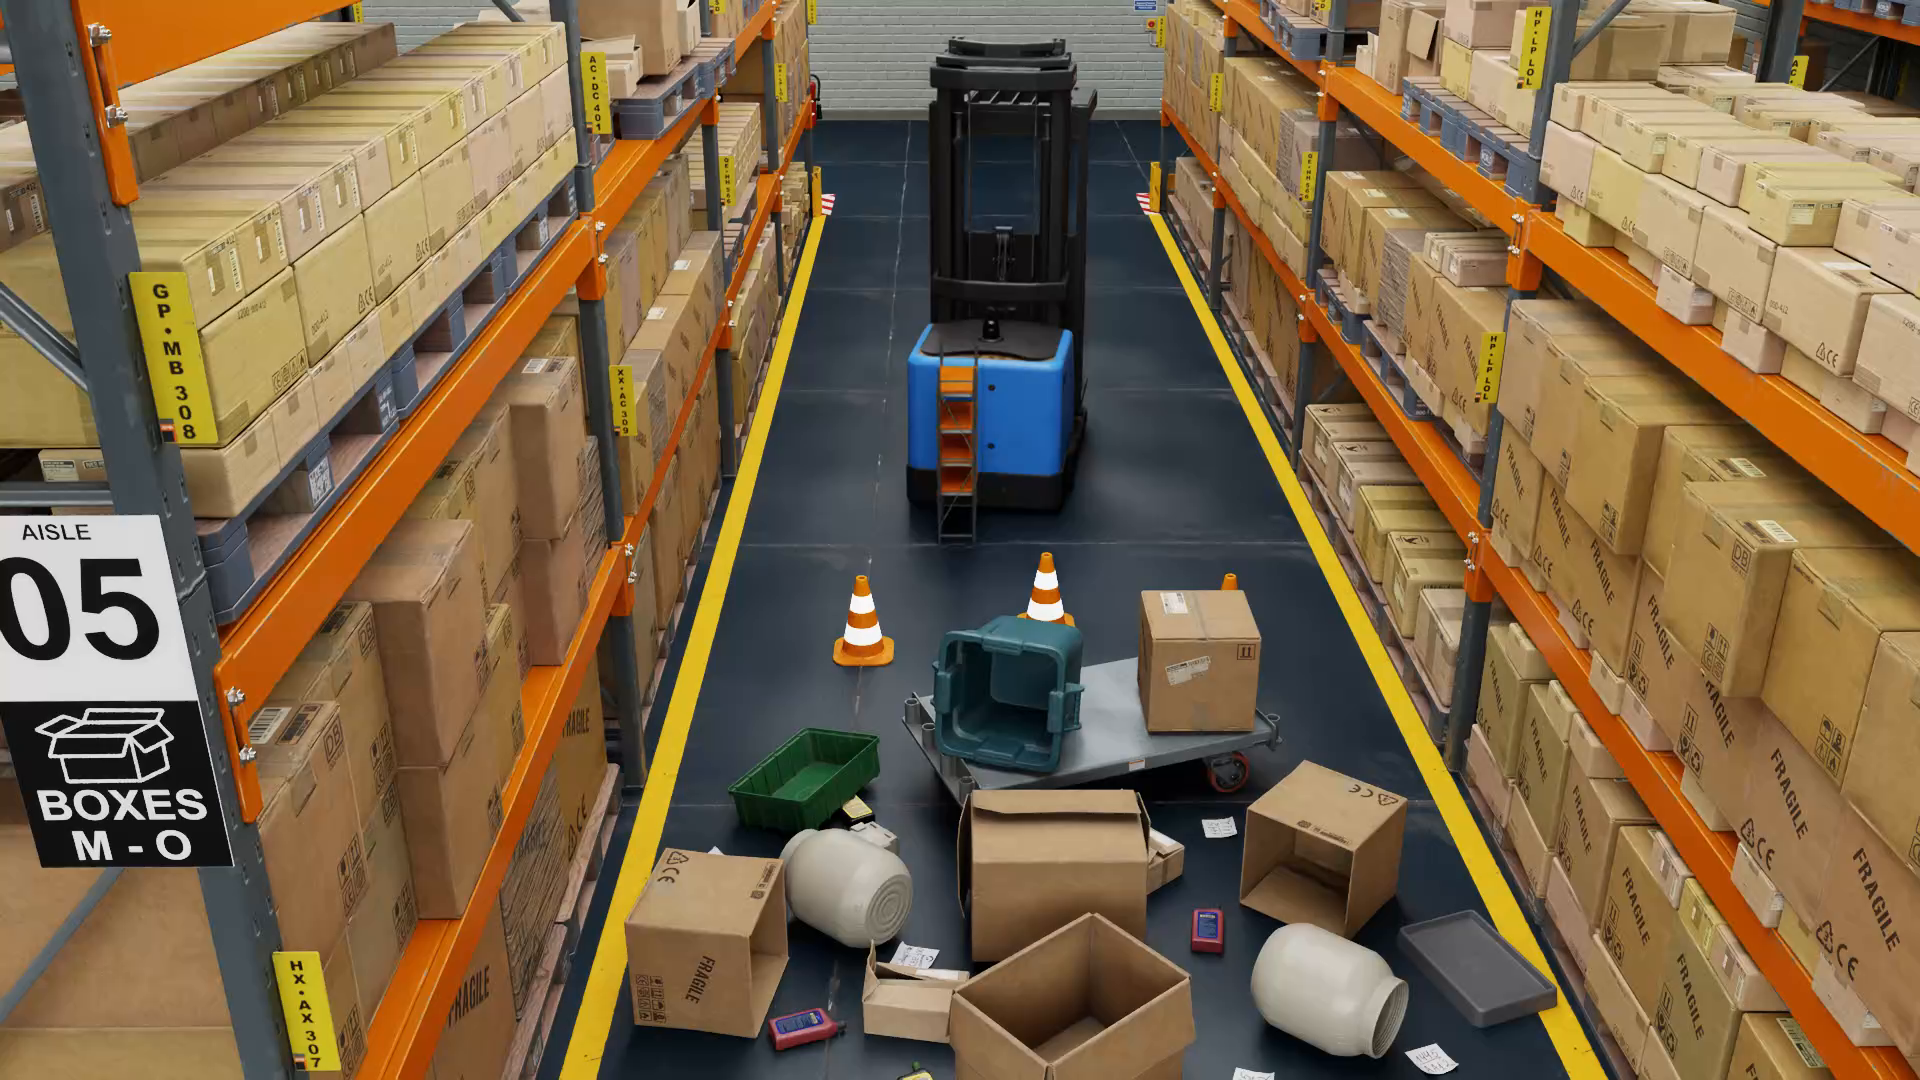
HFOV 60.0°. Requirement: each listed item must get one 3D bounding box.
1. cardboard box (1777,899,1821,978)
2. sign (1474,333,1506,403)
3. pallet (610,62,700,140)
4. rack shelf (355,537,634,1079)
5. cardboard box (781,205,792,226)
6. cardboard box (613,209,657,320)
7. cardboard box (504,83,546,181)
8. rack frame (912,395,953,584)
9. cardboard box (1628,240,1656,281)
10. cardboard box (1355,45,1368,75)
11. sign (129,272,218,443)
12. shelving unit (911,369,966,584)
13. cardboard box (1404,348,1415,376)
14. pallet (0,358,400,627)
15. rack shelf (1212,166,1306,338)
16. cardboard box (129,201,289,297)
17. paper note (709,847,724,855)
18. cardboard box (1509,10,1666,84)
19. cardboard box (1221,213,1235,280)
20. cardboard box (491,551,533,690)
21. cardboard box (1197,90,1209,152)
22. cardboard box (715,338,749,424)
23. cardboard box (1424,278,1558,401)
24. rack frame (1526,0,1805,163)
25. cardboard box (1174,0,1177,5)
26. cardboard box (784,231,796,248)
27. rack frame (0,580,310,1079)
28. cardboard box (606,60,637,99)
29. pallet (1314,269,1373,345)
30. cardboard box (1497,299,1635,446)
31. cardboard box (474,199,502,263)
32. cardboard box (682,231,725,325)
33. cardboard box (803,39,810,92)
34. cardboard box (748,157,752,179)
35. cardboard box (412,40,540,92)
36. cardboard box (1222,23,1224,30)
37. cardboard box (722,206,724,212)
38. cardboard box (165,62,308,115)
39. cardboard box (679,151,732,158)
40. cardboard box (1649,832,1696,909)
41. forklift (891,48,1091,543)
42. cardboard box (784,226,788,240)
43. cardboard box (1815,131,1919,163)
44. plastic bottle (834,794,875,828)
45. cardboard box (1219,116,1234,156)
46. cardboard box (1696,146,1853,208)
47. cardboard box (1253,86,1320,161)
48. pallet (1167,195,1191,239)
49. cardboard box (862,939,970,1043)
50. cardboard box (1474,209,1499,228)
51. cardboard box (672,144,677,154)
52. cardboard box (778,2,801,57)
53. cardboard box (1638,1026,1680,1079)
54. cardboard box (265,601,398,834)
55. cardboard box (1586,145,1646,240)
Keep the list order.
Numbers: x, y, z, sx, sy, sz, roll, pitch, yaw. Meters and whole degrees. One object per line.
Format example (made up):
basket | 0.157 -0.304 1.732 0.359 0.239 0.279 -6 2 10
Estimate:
cardboard box | 2.643 1.159 4.853 0.380 0.149 0.250 -1 24 -1
sign | 2.357 -0.765 7.396 0.100 0.325 0.005 0 24 -1
pallet | -2.005 -2.381 8.963 1.003 0.211 1.213 1 24 2
rack shelf | -2.015 0.974 5.828 1.077 0.370 4.000 0 24 -1
cardboard box | -1.863 -3.211 16.437 0.380 0.149 0.250 0 24 1
cardboard box | -2.065 -1.511 9.117 0.700 0.500 0.500 0 24 -1
cardboard box | -1.769 -1.438 5.840 0.500 0.250 0.500 0 24 -1
rack frame | -0.161 -0.288 9.931 0.240 1.200 0.015 4 25 8
cardboard box | 2.693 -1.051 6.099 0.380 0.149 0.250 0 24 1
cardboard box | 2.702 -3.011 10.433 0.380 0.149 0.250 0 24 -1
sign | -1.438 -0.330 3.044 0.100 0.325 0.005 0 24 -1
shelving unit | -0.124 -0.387 10.151 0.258 1.200 0.503 4 25 8
cardboard box | 2.634 -0.949 9.005 0.380 0.149 0.250 0 24 -1
pallet | -2.011 -0.161 3.934 1.003 0.211 1.213 0 24 -1
rack shelf | 2.847 -2.386 13.258 1.077 0.370 4.000 0 24 -1
cardboard box | -1.680 -0.624 3.556 0.380 0.149 0.250 0 24 0
paper note | -1.124 1.448 7.511 0.147 0.020 0.142 -19 31 -36
cardboard box | 2.778 -2.197 7.394 0.500 0.250 0.500 0 24 1
cardboard box | 2.925 -2.821 15.947 0.875 0.438 0.875 -1 24 -1
cardboard box | -2.104 0.356 6.141 0.875 0.550 0.550 0 24 -1
cardboard box | 2.553 -3.985 15.801 0.500 0.500 0.500 -1 24 -2
cardboard box | -1.833 -1.171 12.222 0.500 0.500 0.500 -1 24 -3
cardboard box | 2.671 -1.007 8.346 0.500 0.500 0.500 0 24 0
rack frame | 2.912 -2.975 6.407 1.000 3.000 0.127 0 24 -1
cardboard box | 2.508 -5.835 17.890 0.380 0.149 0.250 0 24 1
cardboard box | -1.861 -3.052 16.809 0.380 0.149 0.250 -1 24 -2
rack frame | -1.993 1.471 3.858 1.000 3.000 0.127 0 24 -1
cardboard box | -1.792 -2.245 8.108 0.380 0.149 0.250 0 24 -1
pallet | 2.983 -1.509 10.679 1.213 0.211 1.003 0 24 -1
cardboard box | 2.700 -0.696 6.953 0.700 0.500 0.500 -1 24 -1
cardboard box | -1.697 -0.993 5.340 0.380 0.149 0.250 0 24 -1
cardboard box | -1.807 -1.687 10.718 0.500 0.500 0.500 0 24 -1
cardboard box | -1.905 -5.119 17.947 0.500 0.500 0.500 0 24 1
cardboard box | -1.915 -3.075 13.704 0.380 0.149 0.250 -1 24 -3
cardboard box | -1.709 -1.673 5.876 0.380 0.149 0.250 0 24 -1
cardboard box | 2.616 -4.672 15.318 0.380 0.149 0.250 0 24 0
cardboard box | -1.896 -2.460 11.983 0.380 0.149 0.250 -1 24 -2
cardboard box | -2.359 -1.458 5.401 0.380 0.149 0.250 0 24 0
cardboard box | -1.902 -2.797 12.369 0.380 0.149 0.250 1 24 2
cardboard box | 2.614 1.139 5.721 0.380 0.149 0.250 1 24 2
forklift | 0.290 -1.892 11.377 1.130 2.935 3.031 4 25 8
cardboard box | -1.918 -3.081 16.512 0.380 0.149 0.250 1 24 2
cardboard box | 3.161 -1.298 5.677 0.380 0.149 0.250 -1 24 -2
plastic bottle | -0.524 1.268 7.871 0.133 0.061 0.283 -14 28 -28
cardboard box | 2.548 -3.515 14.457 0.500 0.250 0.500 -1 24 -2
cardboard box | 2.658 -1.189 5.437 0.380 0.149 0.250 -1 24 -1
cardboard box | 2.590 -3.227 12.911 0.500 0.500 0.500 -1 24 -1
pallet | 2.868 -3.586 18.424 1.003 0.211 1.213 0 24 -1
cardboard box | -0.176 1.768 6.518 0.396 0.266 0.258 4 25 9
cardboard box | 3.168 -1.885 9.498 0.380 0.149 0.250 -1 24 -3
cardboard box | -2.571 -3.309 13.860 0.380 0.149 0.250 0 24 1
cardboard box | -1.893 -5.148 16.798 0.500 0.500 0.500 1 24 2
cardboard box | 2.680 1.923 5.685 0.500 0.250 0.500 0 24 0
cardboard box | -2.056 0.531 4.443 0.875 0.550 0.550 0 24 -1
cardboard box | 2.658 -1.280 6.122 0.500 0.250 0.500 0 24 -1
